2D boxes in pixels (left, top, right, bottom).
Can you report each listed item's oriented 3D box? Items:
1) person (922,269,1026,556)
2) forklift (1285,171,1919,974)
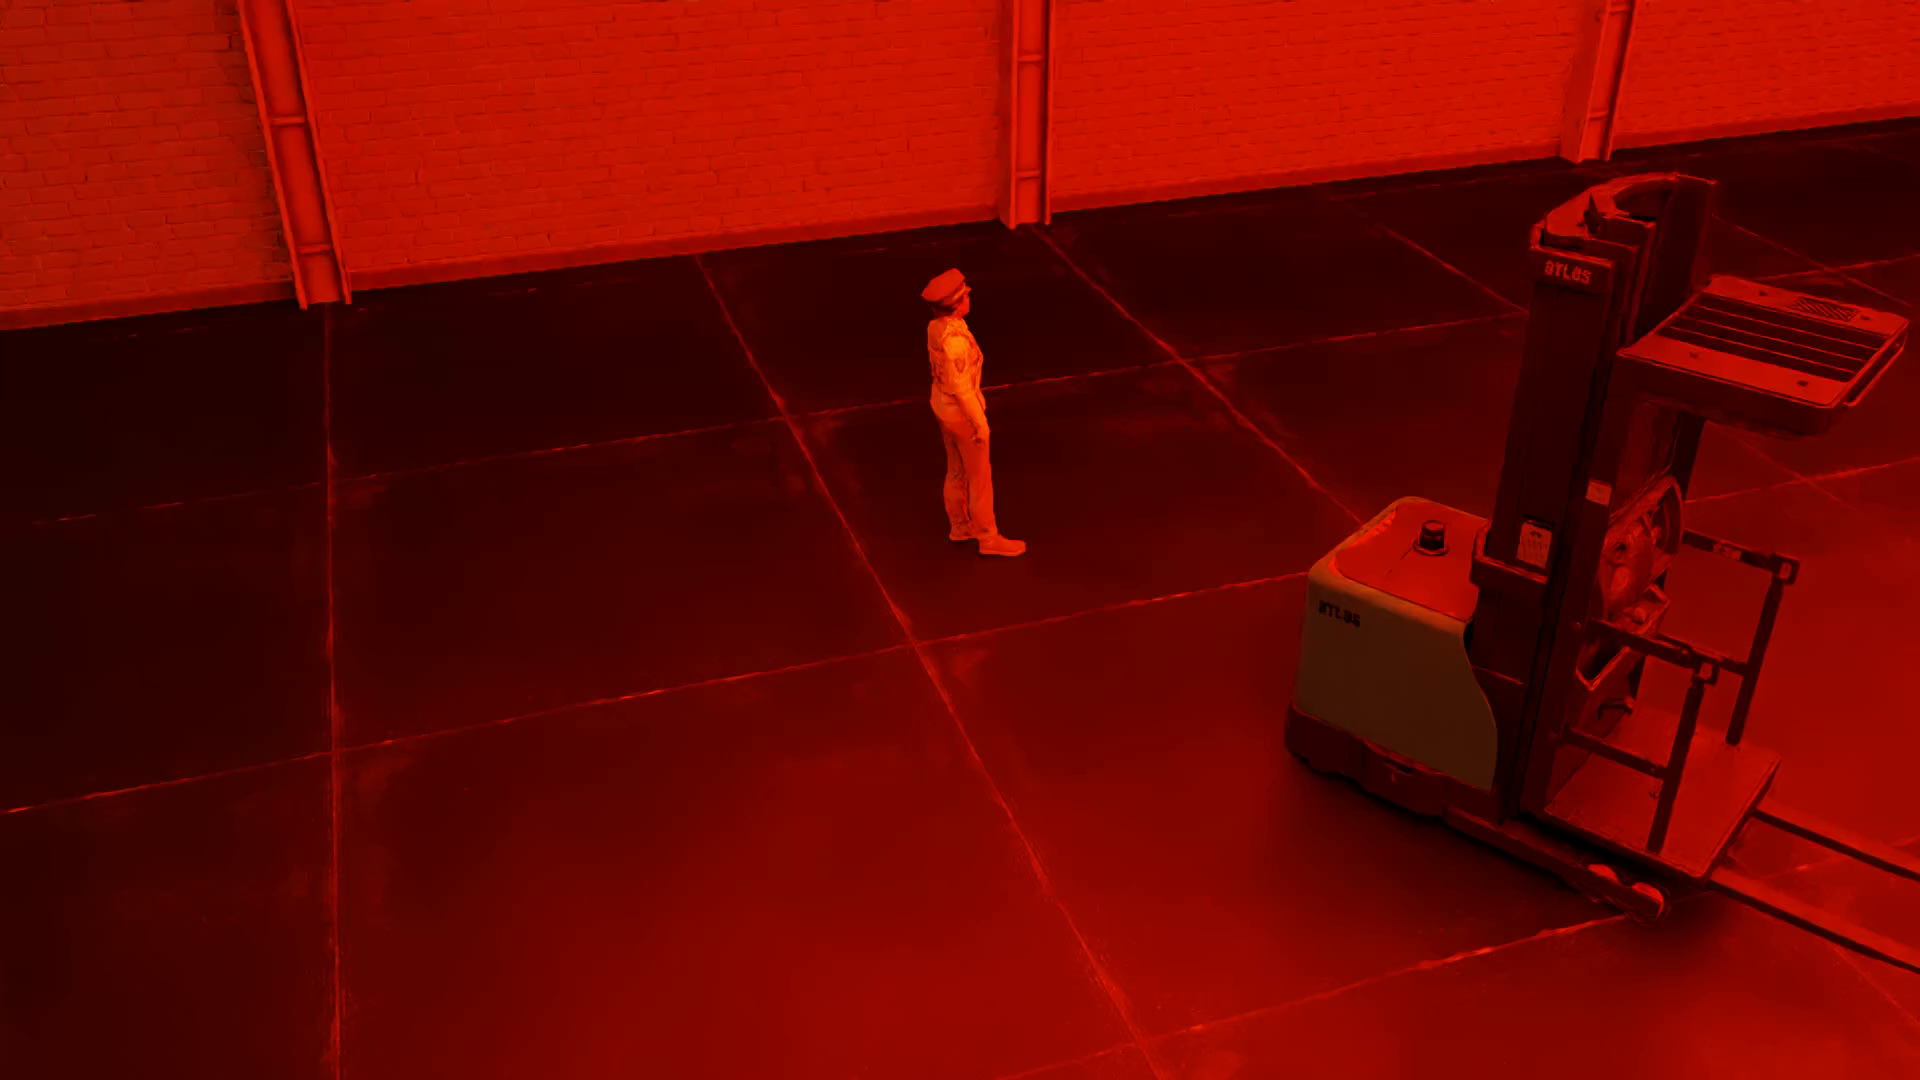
[{"bbox_3d":[0.066,-0.748,9.612,0.532,1.695,0.586,-10,31,-16],"label":"person"},{"bbox_3d":[3.047,0.078,6.951,3.031,2.935,1.130,23,37,34],"label":"forklift"}]
